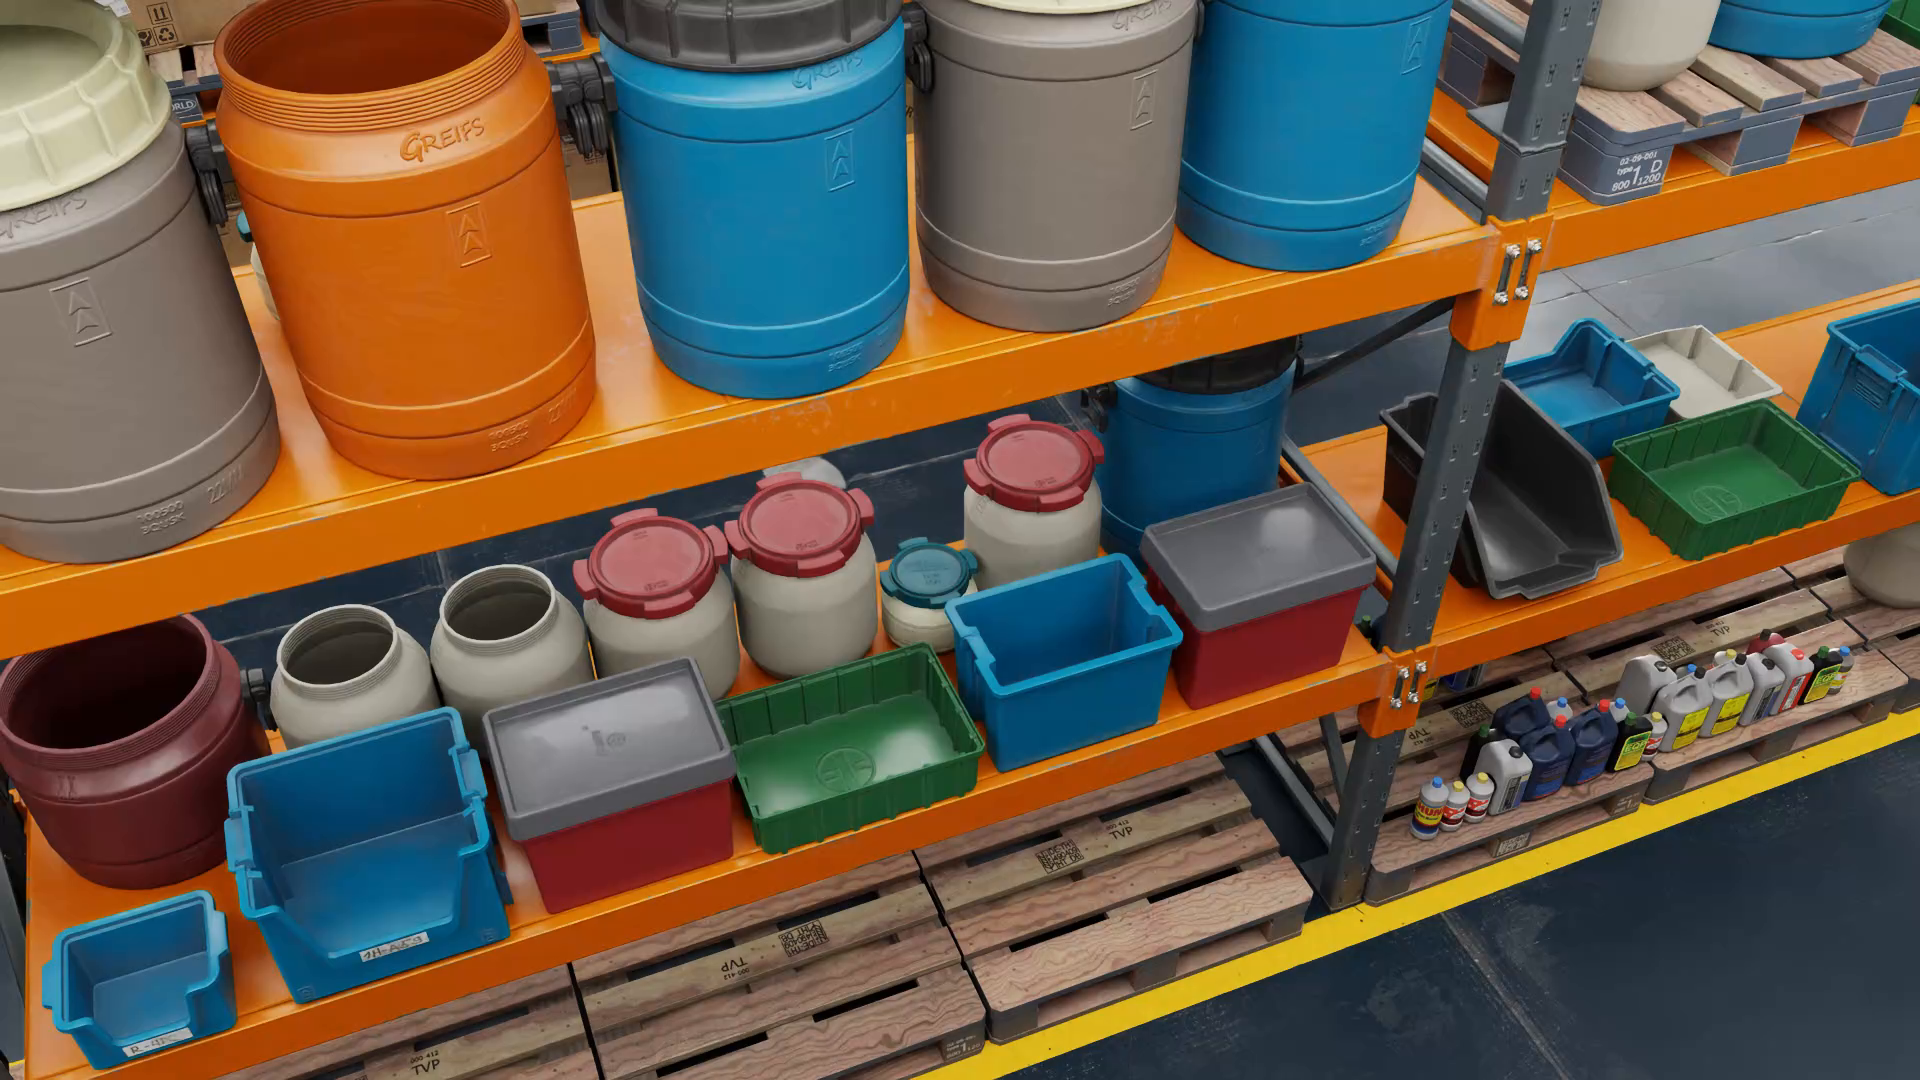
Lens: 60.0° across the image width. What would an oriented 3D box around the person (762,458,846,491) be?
[{"bbox_3d":[-0.505,0.445,5.666,0.623,1.685,0.504,-24,47,-24],"label":"person"}]
